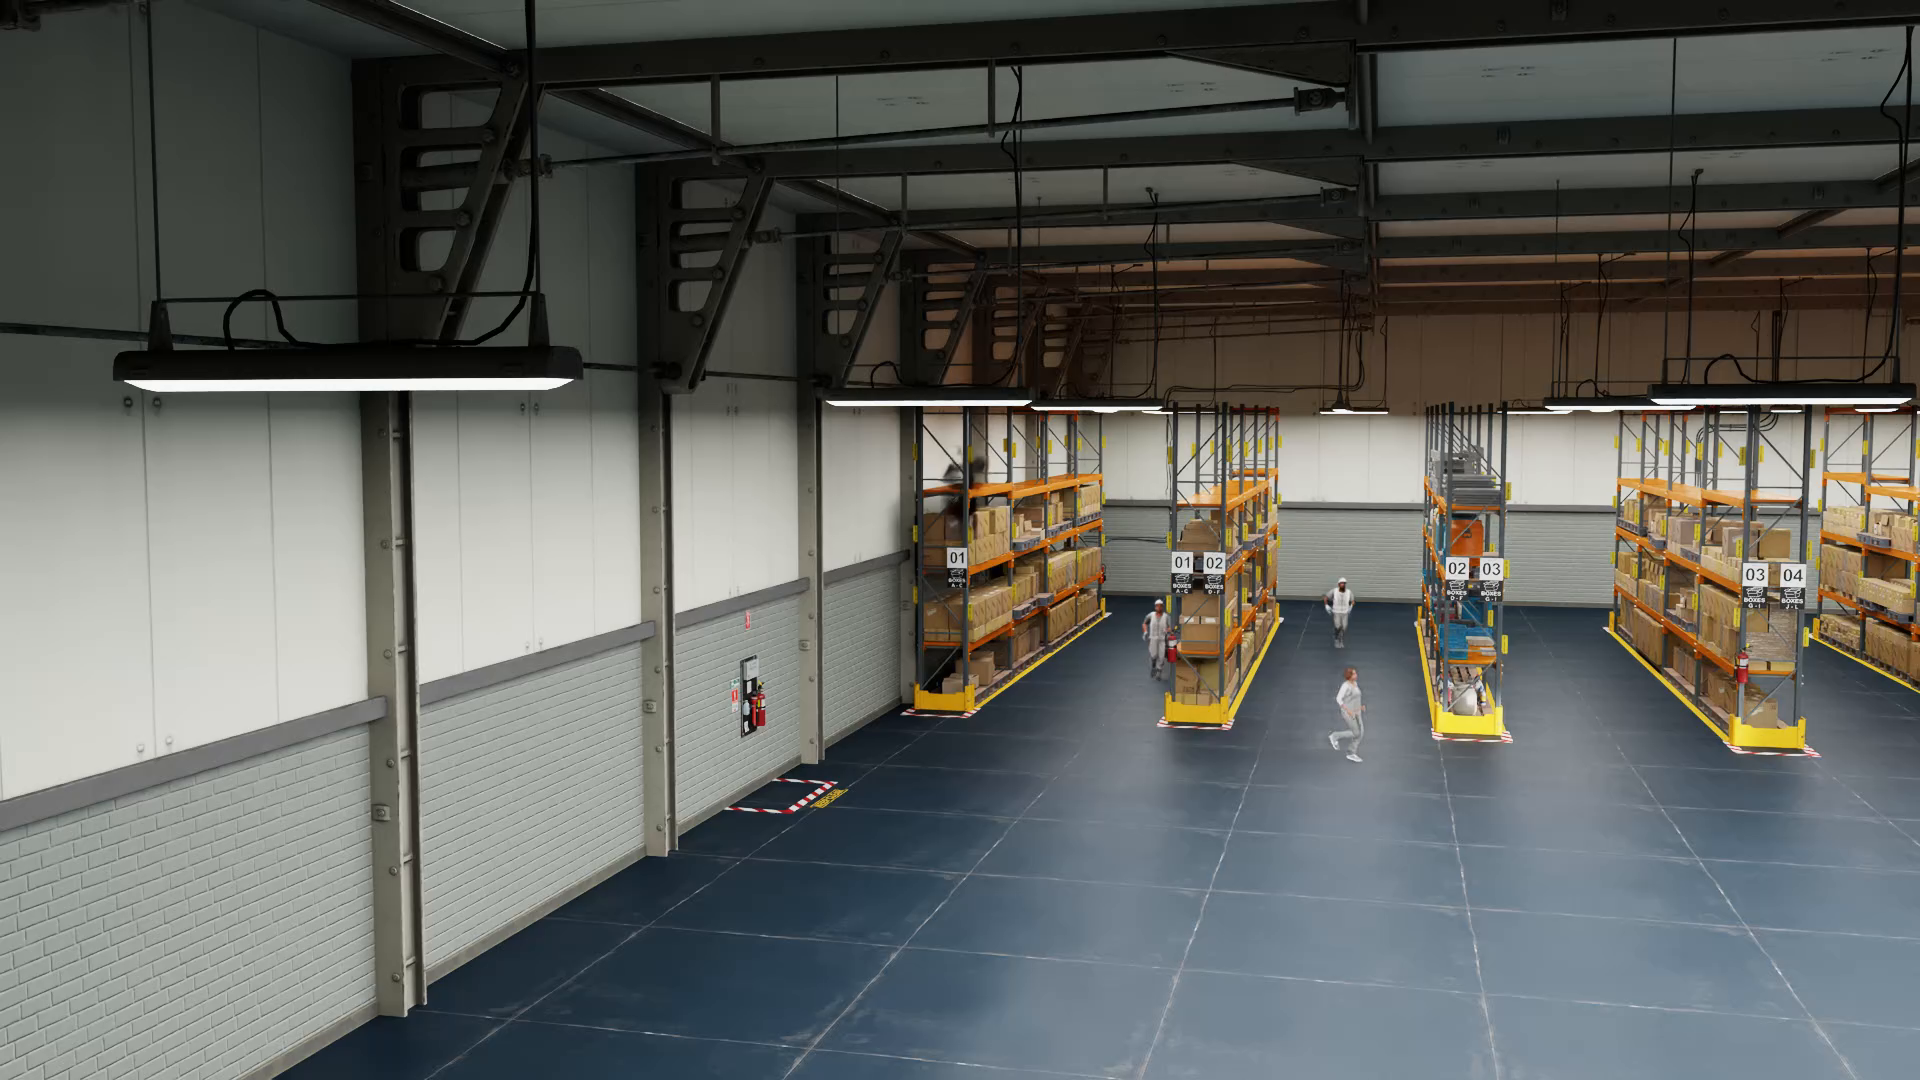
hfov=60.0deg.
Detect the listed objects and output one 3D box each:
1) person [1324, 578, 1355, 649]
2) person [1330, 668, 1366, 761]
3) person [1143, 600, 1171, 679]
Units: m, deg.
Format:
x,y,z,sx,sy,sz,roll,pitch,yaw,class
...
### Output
x,y,z,sx,sy,sz,roll,pitch,yaw,class
9.372,1.810,40.983,0.719,1.750,0.687,0,4,2,person
6.491,2.905,27.823,0.552,1.557,0.547,4,6,41,person
4.296,2.173,36.062,0.643,1.743,0.615,0,4,5,person
